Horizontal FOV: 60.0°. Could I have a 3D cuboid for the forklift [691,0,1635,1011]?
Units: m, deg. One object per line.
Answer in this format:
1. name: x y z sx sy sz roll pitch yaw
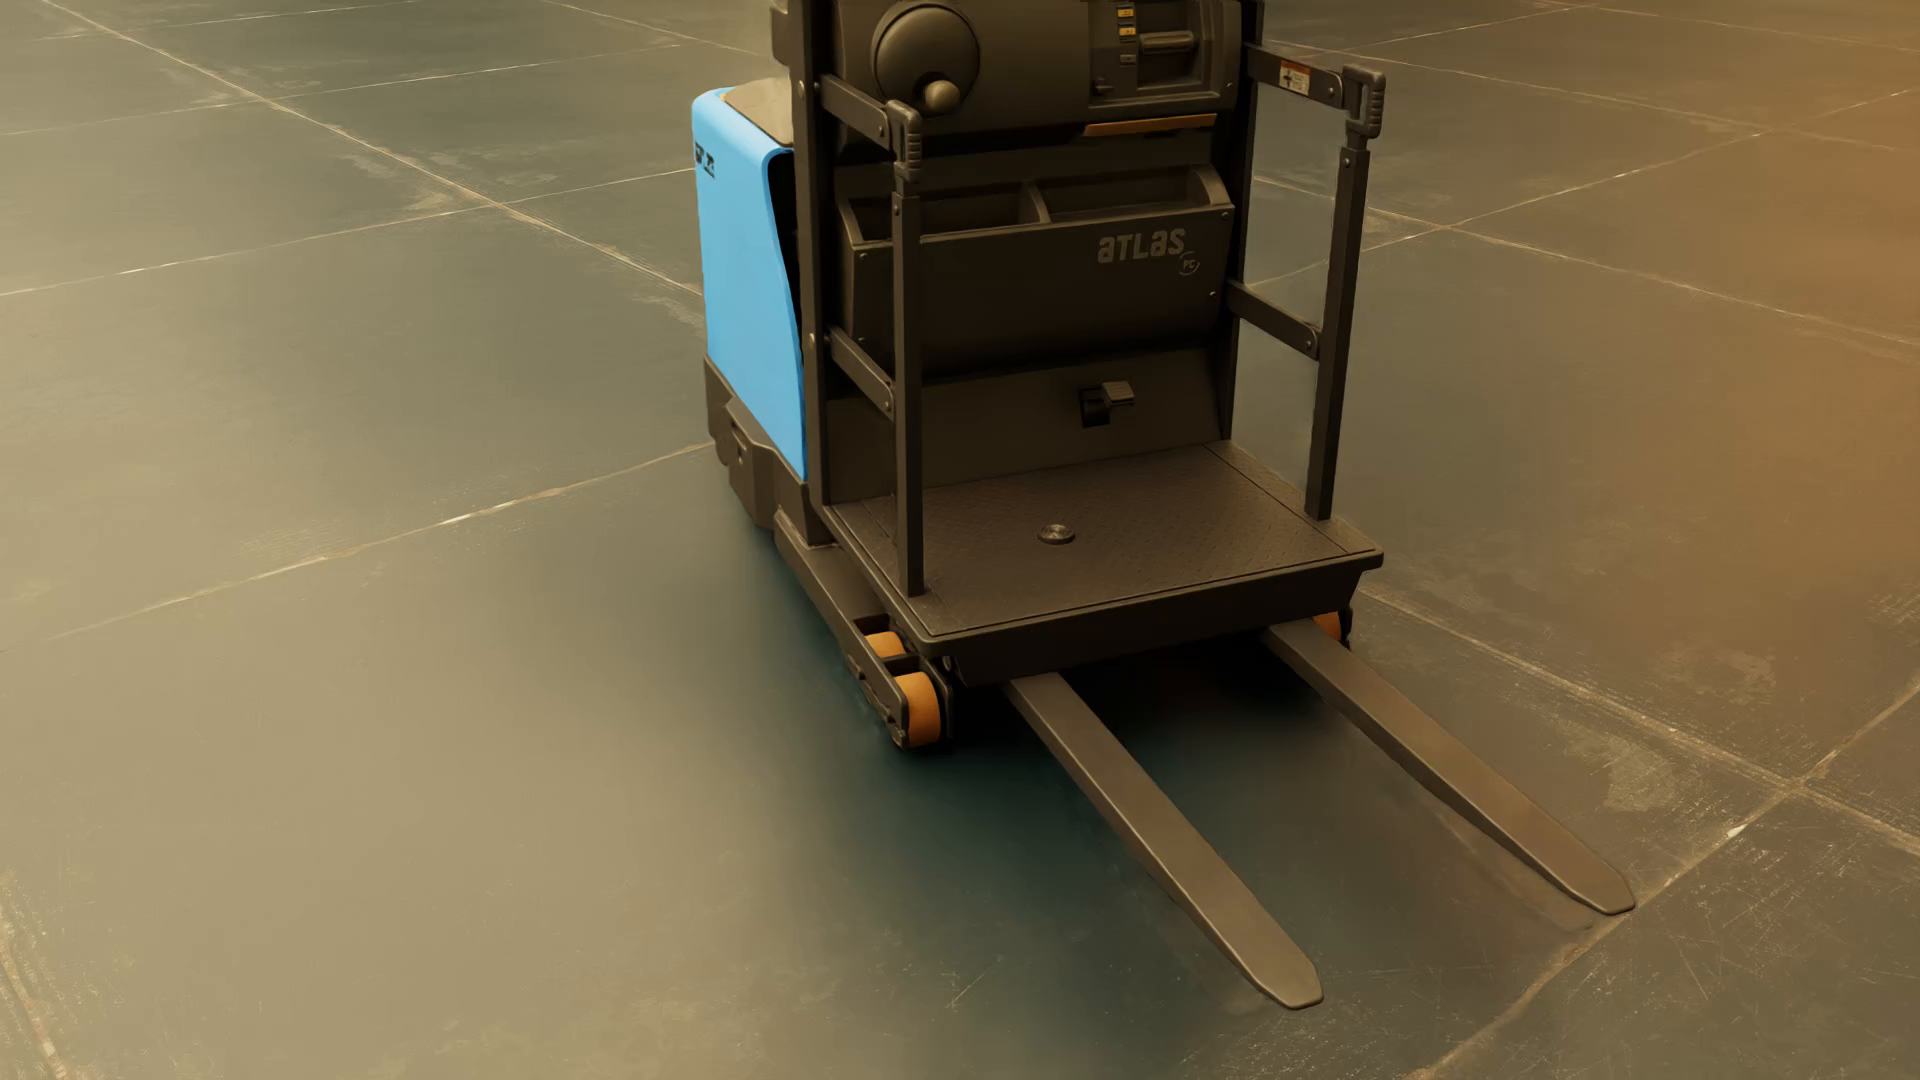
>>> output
1. forklift: 0.258 -1.074 3.367 1.130 2.935 3.031 -10 28 -19
